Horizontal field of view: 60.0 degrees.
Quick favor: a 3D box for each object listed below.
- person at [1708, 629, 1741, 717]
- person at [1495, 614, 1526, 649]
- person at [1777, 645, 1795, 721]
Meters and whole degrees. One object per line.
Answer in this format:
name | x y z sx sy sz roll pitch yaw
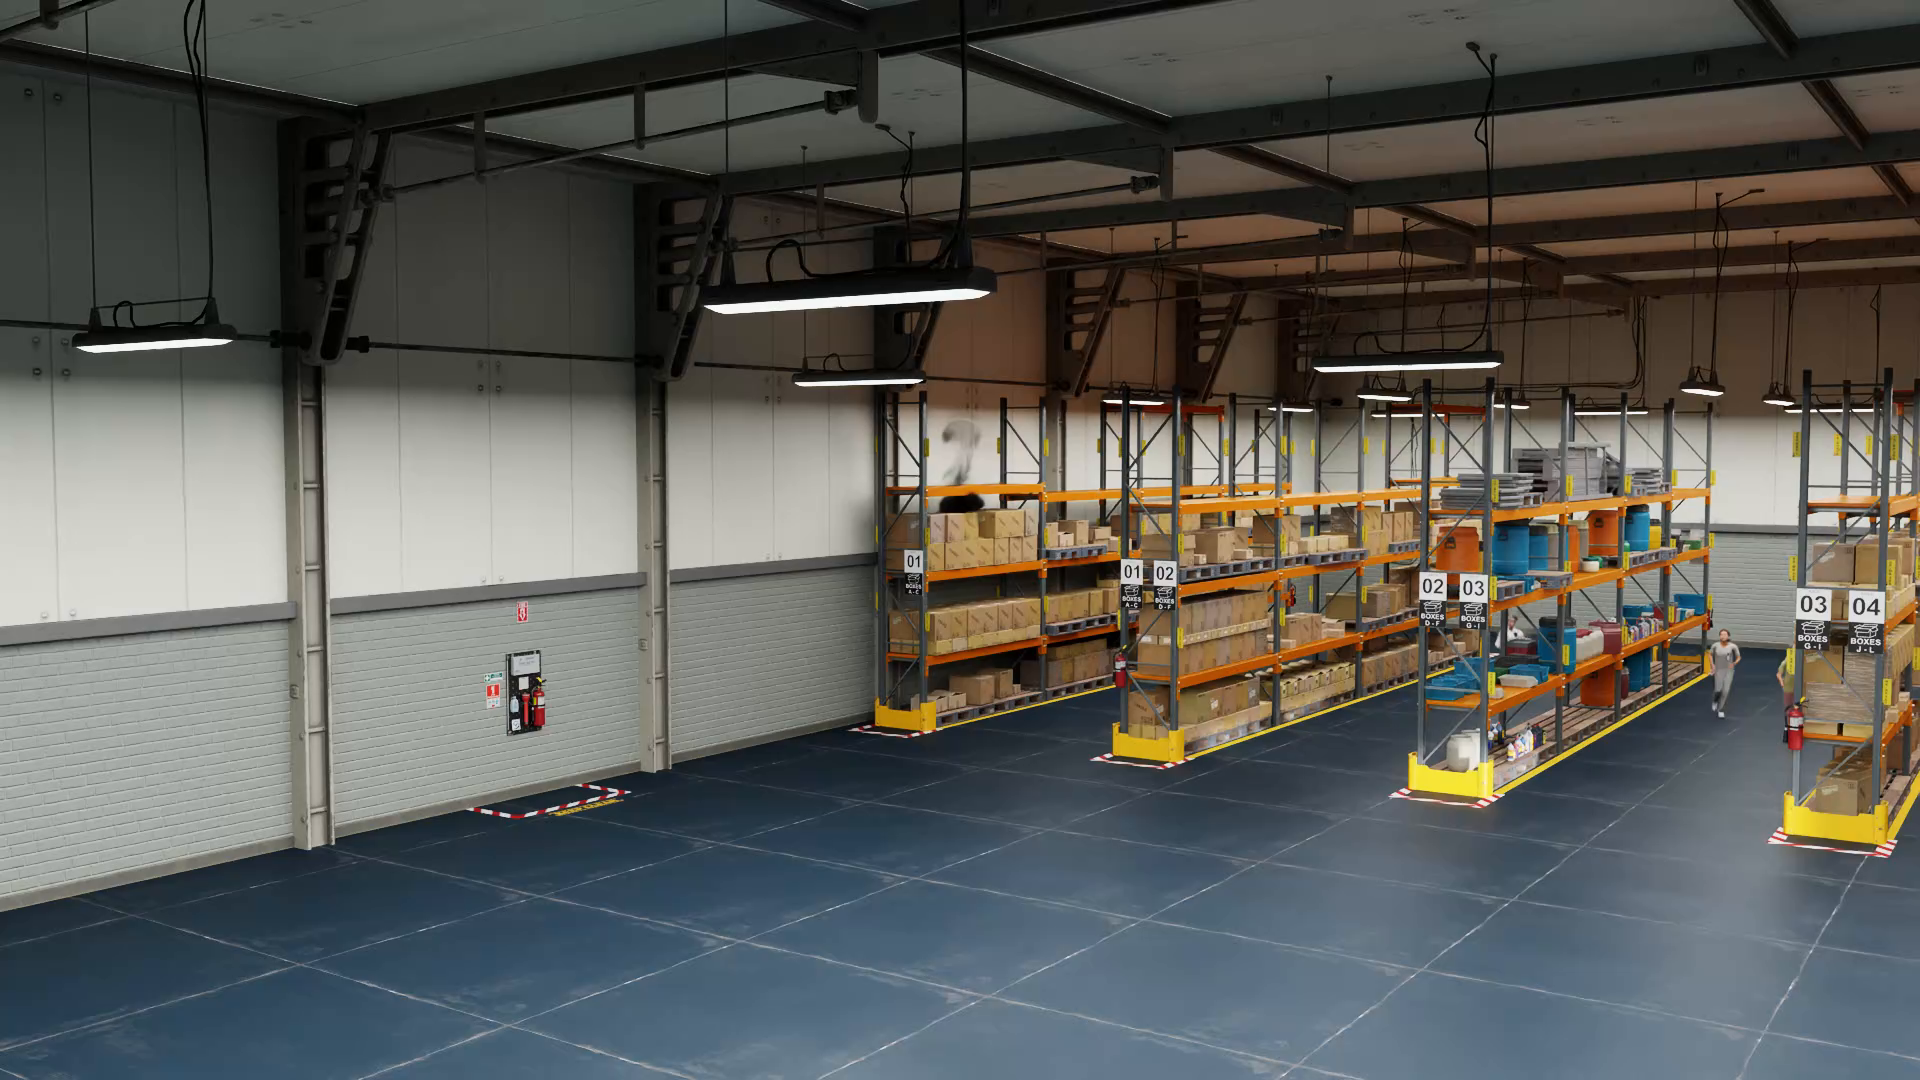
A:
person | 14.224 2.477 30.948 0.556 1.630 0.585 2 4 25
person | 11.078 2.316 33.424 0.625 1.654 0.724 2 4 29
person | 14.322 2.619 28.509 0.589 1.667 0.796 2 4 31
